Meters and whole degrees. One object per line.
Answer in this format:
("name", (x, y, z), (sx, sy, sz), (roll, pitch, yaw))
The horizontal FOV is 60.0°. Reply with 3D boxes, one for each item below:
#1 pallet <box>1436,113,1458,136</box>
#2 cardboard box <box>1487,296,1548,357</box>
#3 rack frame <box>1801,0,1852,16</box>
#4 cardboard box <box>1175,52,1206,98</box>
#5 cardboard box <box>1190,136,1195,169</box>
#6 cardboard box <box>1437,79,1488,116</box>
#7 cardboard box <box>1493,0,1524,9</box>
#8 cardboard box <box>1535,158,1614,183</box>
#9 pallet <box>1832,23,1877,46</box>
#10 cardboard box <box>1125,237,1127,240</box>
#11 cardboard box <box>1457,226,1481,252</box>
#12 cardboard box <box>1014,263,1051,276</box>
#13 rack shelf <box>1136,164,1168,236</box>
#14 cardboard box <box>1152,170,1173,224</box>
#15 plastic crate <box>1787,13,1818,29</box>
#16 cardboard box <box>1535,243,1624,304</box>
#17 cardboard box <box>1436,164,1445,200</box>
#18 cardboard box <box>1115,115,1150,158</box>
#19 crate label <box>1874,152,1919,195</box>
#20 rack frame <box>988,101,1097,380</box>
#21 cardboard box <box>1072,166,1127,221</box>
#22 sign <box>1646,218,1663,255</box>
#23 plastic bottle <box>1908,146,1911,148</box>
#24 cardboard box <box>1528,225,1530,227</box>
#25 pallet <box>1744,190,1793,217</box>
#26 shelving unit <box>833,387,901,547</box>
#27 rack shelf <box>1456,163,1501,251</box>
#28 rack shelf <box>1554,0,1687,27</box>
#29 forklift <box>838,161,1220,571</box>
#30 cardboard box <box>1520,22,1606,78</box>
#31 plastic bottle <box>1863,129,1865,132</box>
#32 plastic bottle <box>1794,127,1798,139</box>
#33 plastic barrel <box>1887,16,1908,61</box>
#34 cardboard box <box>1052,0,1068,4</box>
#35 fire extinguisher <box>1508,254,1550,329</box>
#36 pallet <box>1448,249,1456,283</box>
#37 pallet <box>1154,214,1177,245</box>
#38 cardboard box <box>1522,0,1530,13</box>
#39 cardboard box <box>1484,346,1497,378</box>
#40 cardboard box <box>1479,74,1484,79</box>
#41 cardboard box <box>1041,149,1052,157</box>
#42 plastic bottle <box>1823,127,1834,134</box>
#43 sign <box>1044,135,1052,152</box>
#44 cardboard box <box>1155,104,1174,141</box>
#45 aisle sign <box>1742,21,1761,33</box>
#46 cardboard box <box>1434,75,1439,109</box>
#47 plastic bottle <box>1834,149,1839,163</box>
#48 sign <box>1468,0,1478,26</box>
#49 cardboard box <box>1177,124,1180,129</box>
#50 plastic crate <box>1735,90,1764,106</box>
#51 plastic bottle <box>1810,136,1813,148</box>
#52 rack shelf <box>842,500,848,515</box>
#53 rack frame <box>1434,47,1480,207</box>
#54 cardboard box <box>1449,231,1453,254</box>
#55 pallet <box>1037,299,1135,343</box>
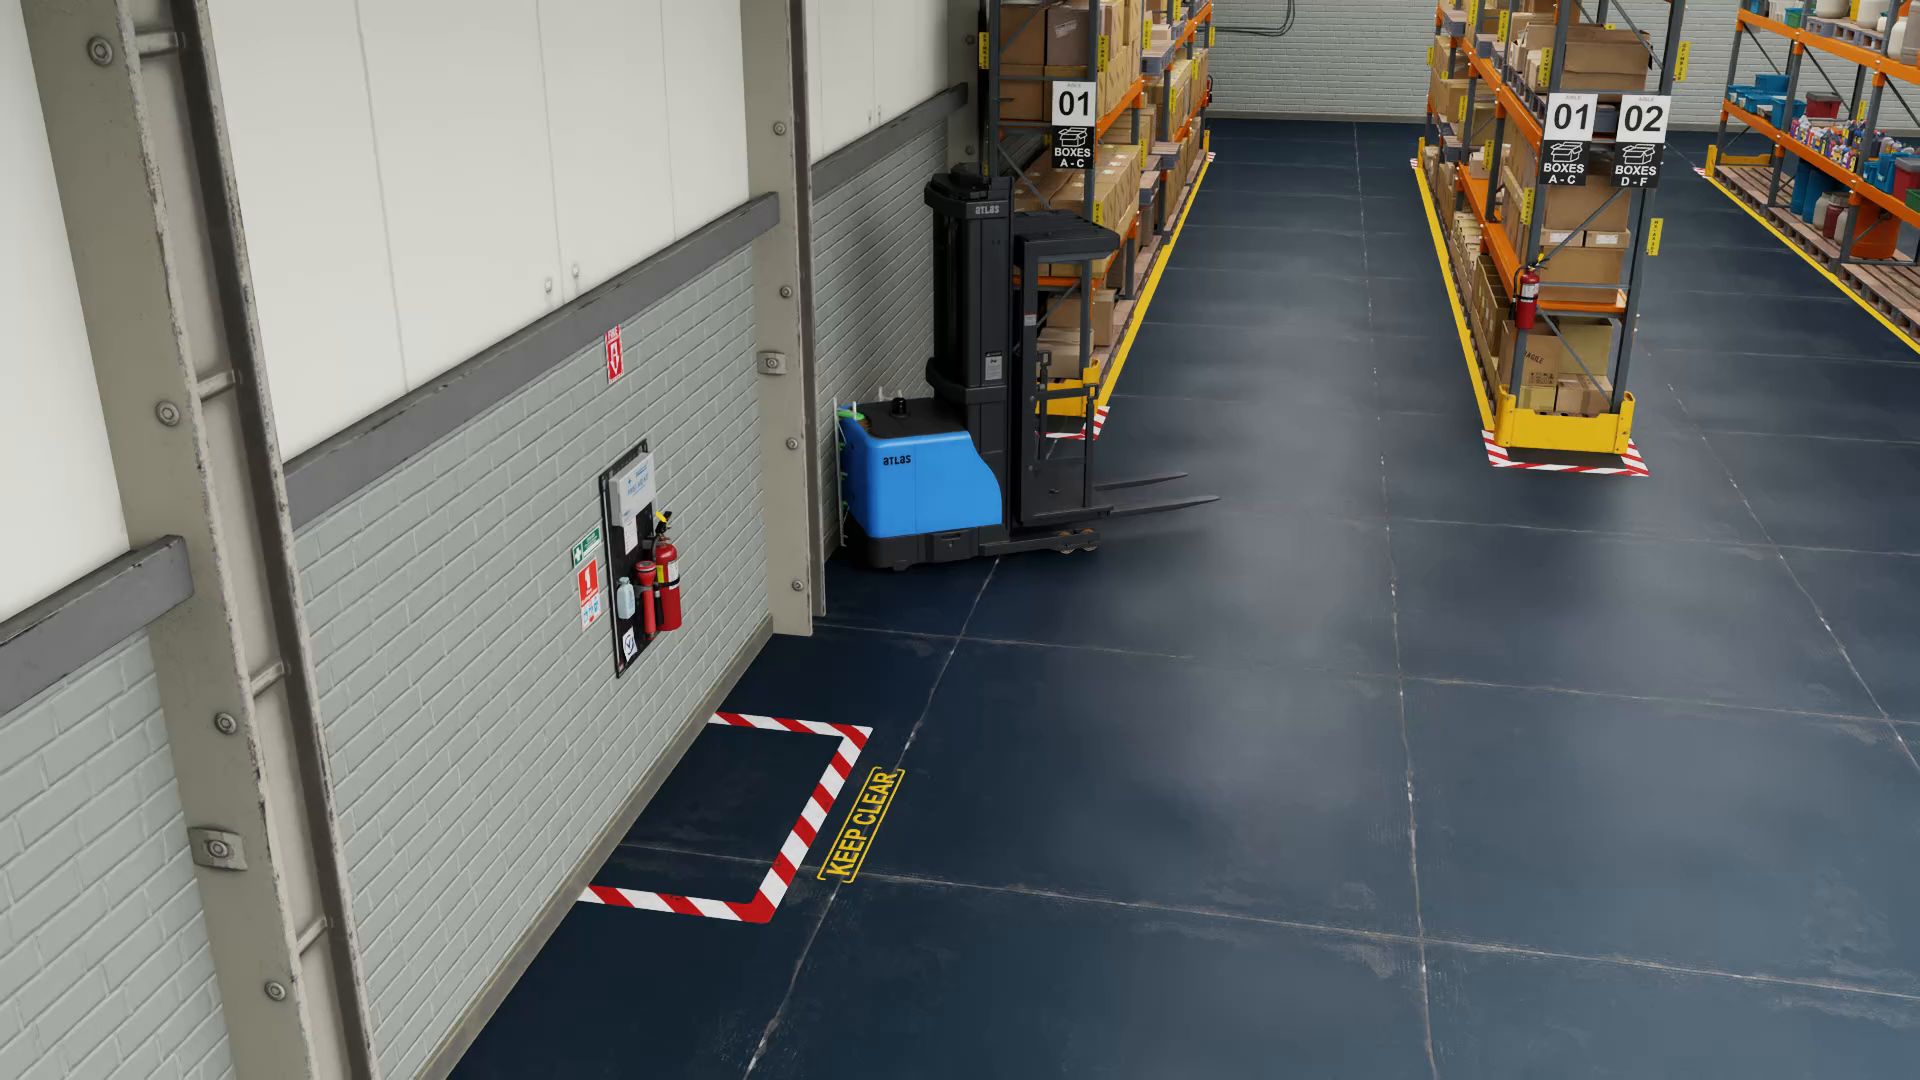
("pallet", (7.796, -6.312, 25.268), (1.003, 0.211, 1.213), (4, 22, 11))
("cardboard box", (5.625, -2.149, 16.789), (0.500, 0.500, 0.500), (4, 22, 11))
("rack frame", (12.914, -9.089, 23.875), (1.000, 3.000, 0.127), (4, 22, 11))
("cardboard box", (3.800, -8.209, 29.319), (0.980, 0.700, 0.700), (4, 22, 10))
("cardboard box", (3.681, -6.733, 28.840), (0.700, 0.500, 0.500), (5, 22, 12))
("cardboard box", (7.750, -6.770, 25.452), (0.700, 0.500, 0.500), (-3, 22, -7))
("cardboard box", (7.345, -7.283, 21.934), (0.500, 0.500, 0.500), (4, 22, 11))
("cardboard box", (5.838, -3.326, 15.727), (0.700, 0.500, 0.500), (4, 22, 10))
("pallet", (12.622, -6.901, 22.710), (1.003, 0.211, 1.213), (4, 22, 11))
("cardboard box", (1.774, -3.643, 21.141), (0.700, 0.500, 0.500), (4, 22, 10))
("cardboard box", (6.650, -3.853, 21.274), (0.500, 0.311, 0.500), (4, 22, 9))
("cardboard box", (0.673, -2.798, 16.459), (0.500, 0.250, 0.500), (5, 22, 12))
("rack shelf", (1.992, -4.533, 21.557), (1.077, 0.370, 4.000), (4, 22, 11))
("cardboard box", (2.678, -5.055, 24.205), (0.750, 0.750, 0.750), (4, 22, 10))
("plastic crate", (12.705, -7.777, 24.917), (0.450, 0.188, 0.662), (4, 22, 11))
("cardboard box", (5.725, -2.512, 15.443), (0.700, 0.500, 0.500), (4, 22, 11))
("cardboard box", (7.729, -5.571, 25.928), (0.500, 0.500, 0.500), (3, 22, 8))
("cardboard box", (2.081, -5.219, 21.573), (0.700, 0.500, 0.500), (4, 22, 11))
("crate label", (11.631, -4.517, 20.506), (0.502, 0.435, 0.616), (4, 22, 11))
("rack frame", (0.767, -2.672, 15.974), (1.000, 3.000, 0.127), (4, 22, 11))
("cardboard box", (1.475, -3.670, 17.621), (0.500, 0.500, 0.500), (5, 23, 13))
("sign", (6.160, -2.690, 14.753), (0.100, 0.325, 0.005), (4, 22, 11))
("plastic bottle", (12.669, -5.137, 22.250), (0.061, 0.283, 0.133), (4, 22, 11))
("cardboard box", (5.666, -3.079, 15.981), (0.380, 0.149, 0.250), (5, 22, 12))
("pallet", (13.026, -5.284, 26.192), (1.003, 0.211, 1.213), (4, 22, 11))
("shelving unit", (-0.705, -0.566, 13.151), (0.258, 1.200, 0.503), (15, 24, 42))
("rack shelf", (6.842, -4.157, 20.623), (1.077, 0.370, 4.000), (4, 22, 11))
("rack shelf", (6.026, -5.291, 15.944), (1.077, 0.370, 4.000), (4, 22, 11))
("forklift", (0.591, -1.433, 12.988), (3.031, 2.935, 1.130), (-7, 23, -17))
("cardboard box", (5.974, -4.865, 16.516), (0.797, 0.503, 0.637), (7, 23, 17))
("plastic bottle", (12.973, -5.761, 23.810), (0.152, 0.276, 0.135), (4, 22, 11))
("plastic bottle", (12.389, -6.020, 24.551), (0.097, 0.201, 0.097), (0, 22, 0))
("plastic barrel", (11.735, -6.196, 20.558), (0.421, 0.512, 0.421), (0, 22, 0))
("cardboard box", (0.932, -5.323, 17.042), (0.500, 0.500, 0.500), (4, 22, 11))
("fire extinguisher", (5.139, -2.252, 15.035), (0.296, 0.674, 0.183), (4, 22, 11))
("pallet", (7.044, -3.630, 22.085), (1.003, 0.211, 1.213), (4, 22, 11))
("pallet", (2.634, -4.587, 24.461), (1.003, 0.211, 1.213), (4, 22, 11))
("cardboard box", (6.692, -6.056, 18.995), (0.500, 0.500, 0.500), (7, 23, 16))
("cardboard box", (5.628, -1.801, 16.929), (0.500, 0.250, 0.500), (4, 22, 11))
("cardboard box", (8.438, -7.346, 26.106), (0.500, 0.500, 0.500), (5, 22, 12))
("cardboard box", (1.174, -4.078, 18.634), (0.500, 0.500, 0.500), (4, 22, 11))
("plastic bottle", (12.407, -5.758, 23.801), (0.152, 0.276, 0.135), (4, 22, 11))
("sign", (1.039, -4.713, 19.492), (0.100, 0.325, 0.005), (4, 22, 11))
("cardboard box", (2.749, -5.950, 23.553), (0.500, 0.500, 0.500), (5, 22, 13))
("aisle sign", (13.455, -9.024, 28.264), (0.394, 0.787, 0.004), (4, 22, 11))
("cardboard box", (8.225, -7.497, 27.819), (0.500, 0.500, 0.500), (5, 22, 12))
("plastic bottle", (11.951, -5.235, 22.601), (0.097, 0.201, 0.097), (0, 22, 0))
("sign", (6.719, -6.895, 21.752), (0.100, 0.325, 0.005), (4, 22, 11))
("cardboard box", (3.187, -6.438, 25.633), (0.380, 0.149, 0.250), (4, 22, 11))
("plastic crate", (13.224, -7.413, 27.888), (0.416, 0.233, 0.300), (4, 22, 11))
("plastic bottle", (12.208, -5.695, 23.744), (0.097, 0.201, 0.097), (0, 22, 0))
("rack shelf", (-0.696, -0.277, 13.243), (0.258, 0.148, 0.480), (15, 24, 42))
("rack frame", (8.066, -6.685, 25.937), (1.000, 3.000, 0.127), (4, 22, 11))
("cardboard box", (6.855, -3.972, 22.320), (0.500, 0.250, 0.500), (4, 22, 11))
("pallet", (1.481, -2.594, 19.511), (1.003, 0.211, 1.213), (4, 22, 11))
